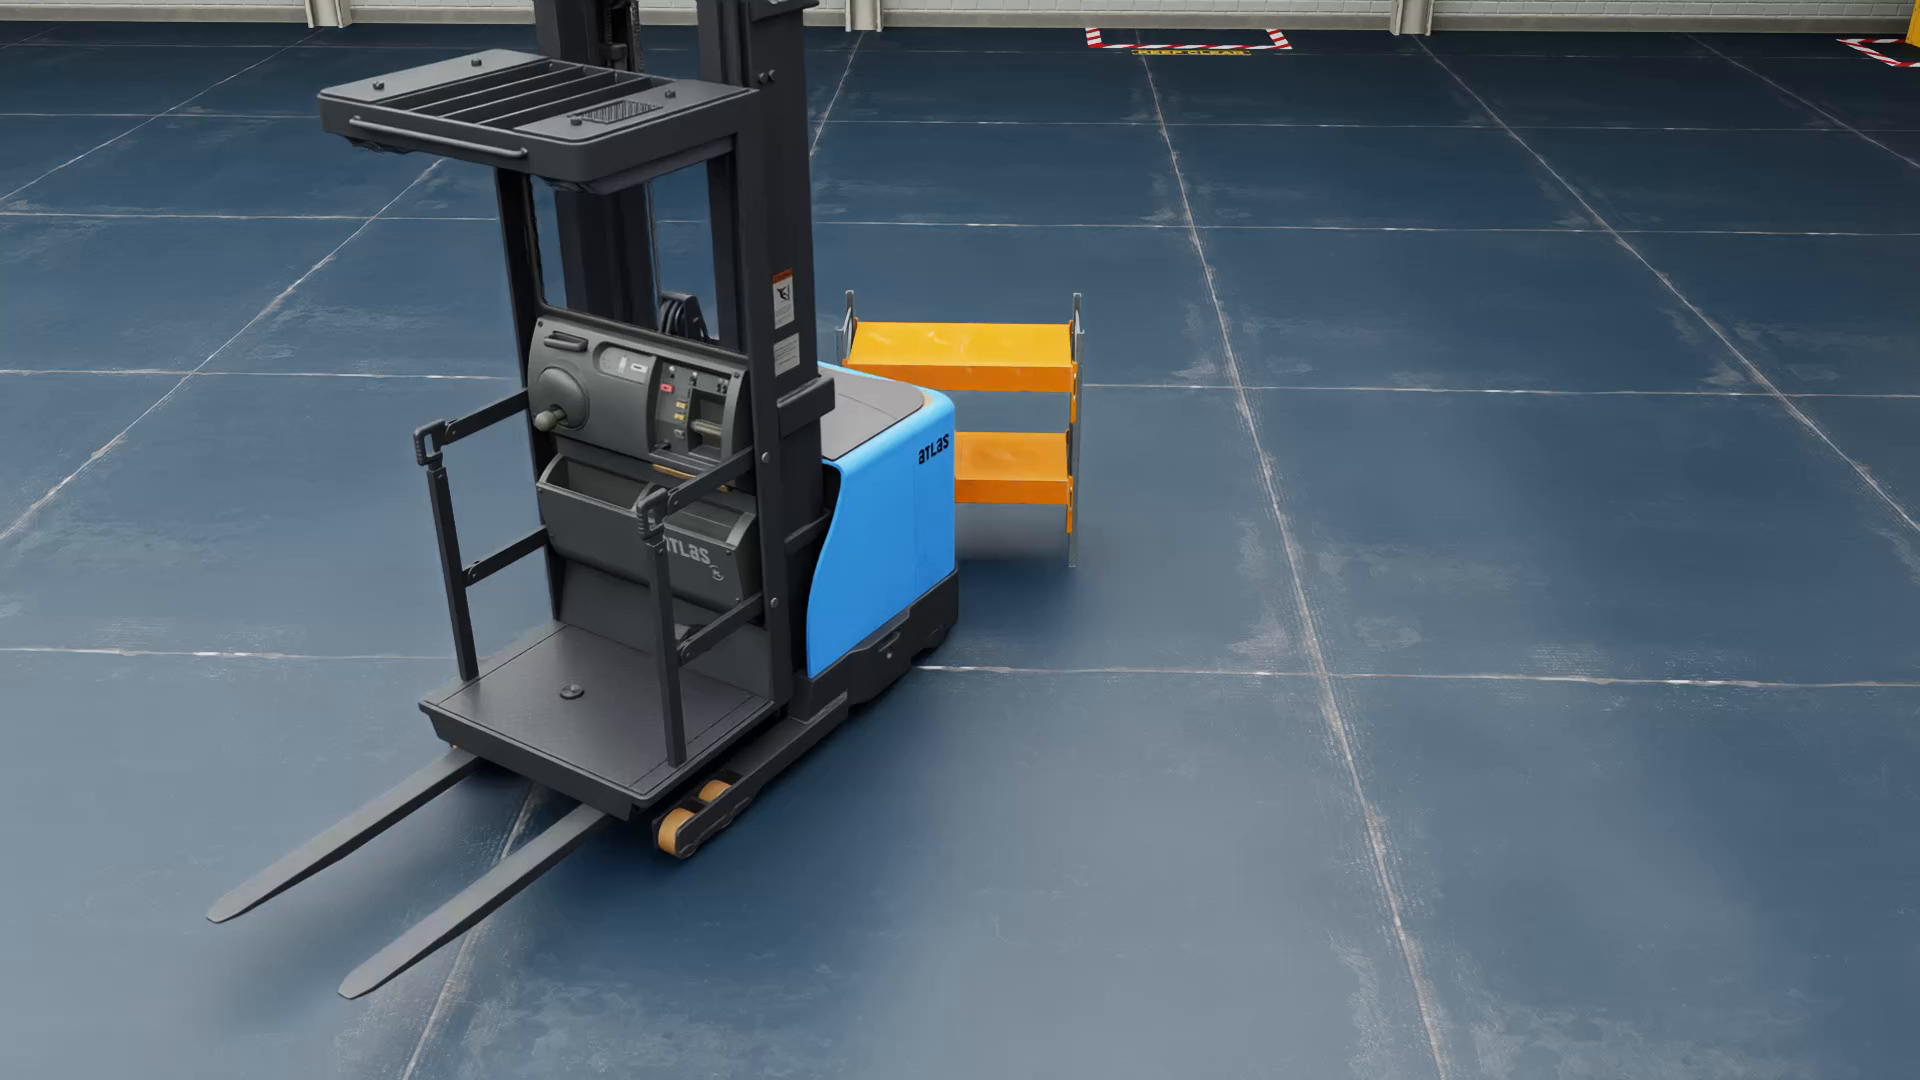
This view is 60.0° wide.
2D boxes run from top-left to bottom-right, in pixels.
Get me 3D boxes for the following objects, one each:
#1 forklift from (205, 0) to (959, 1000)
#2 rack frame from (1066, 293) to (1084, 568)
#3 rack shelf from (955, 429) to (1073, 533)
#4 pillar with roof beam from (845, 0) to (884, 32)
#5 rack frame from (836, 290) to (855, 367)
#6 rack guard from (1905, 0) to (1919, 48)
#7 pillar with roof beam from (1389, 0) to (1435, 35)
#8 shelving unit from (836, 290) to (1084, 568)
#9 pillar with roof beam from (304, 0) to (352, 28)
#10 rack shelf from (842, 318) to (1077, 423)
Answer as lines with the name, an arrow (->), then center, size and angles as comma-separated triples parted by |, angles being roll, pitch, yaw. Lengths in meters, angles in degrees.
forklift -> -1.222, -0.458, 5.485 | 1.130, 2.935, 3.031 | 17, 32, 28
rack frame -> 0.515, -0.488, 7.470 | 0.032, 1.125, 0.500 | 1, 28, 2
rack shelf -> 0.007, -0.281, 7.601 | 1.000, 0.278, 0.538 | 1, 28, 2
pillar with roof beam -> -1.209, -7.638, 12.550 | 0.400, 9.000, 9.100 | 1, 28, 2
rack frame -> -0.501, -0.505, 7.502 | 0.032, 1.125, 0.500 | 1, 28, 2
rack guard -> 10.282, -5.305, 17.223 | 0.348, 0.500, 1.175 | 1, 28, 2
pillar with roof beam -> 4.788, -7.539, 12.363 | 0.400, 9.000, 9.100 | 1, 28, 2
shelving unit -> 0.007, -0.497, 7.486 | 1.048, 1.125, 0.538 | 1, 28, 2
pillar with roof beam -> -7.205, -7.737, 12.737 | 0.400, 9.000, 9.100 | 1, 28, 2
rack shelf -> 0.007, -0.755, 7.349 | 1.000, 0.278, 0.538 | 1, 28, 2
